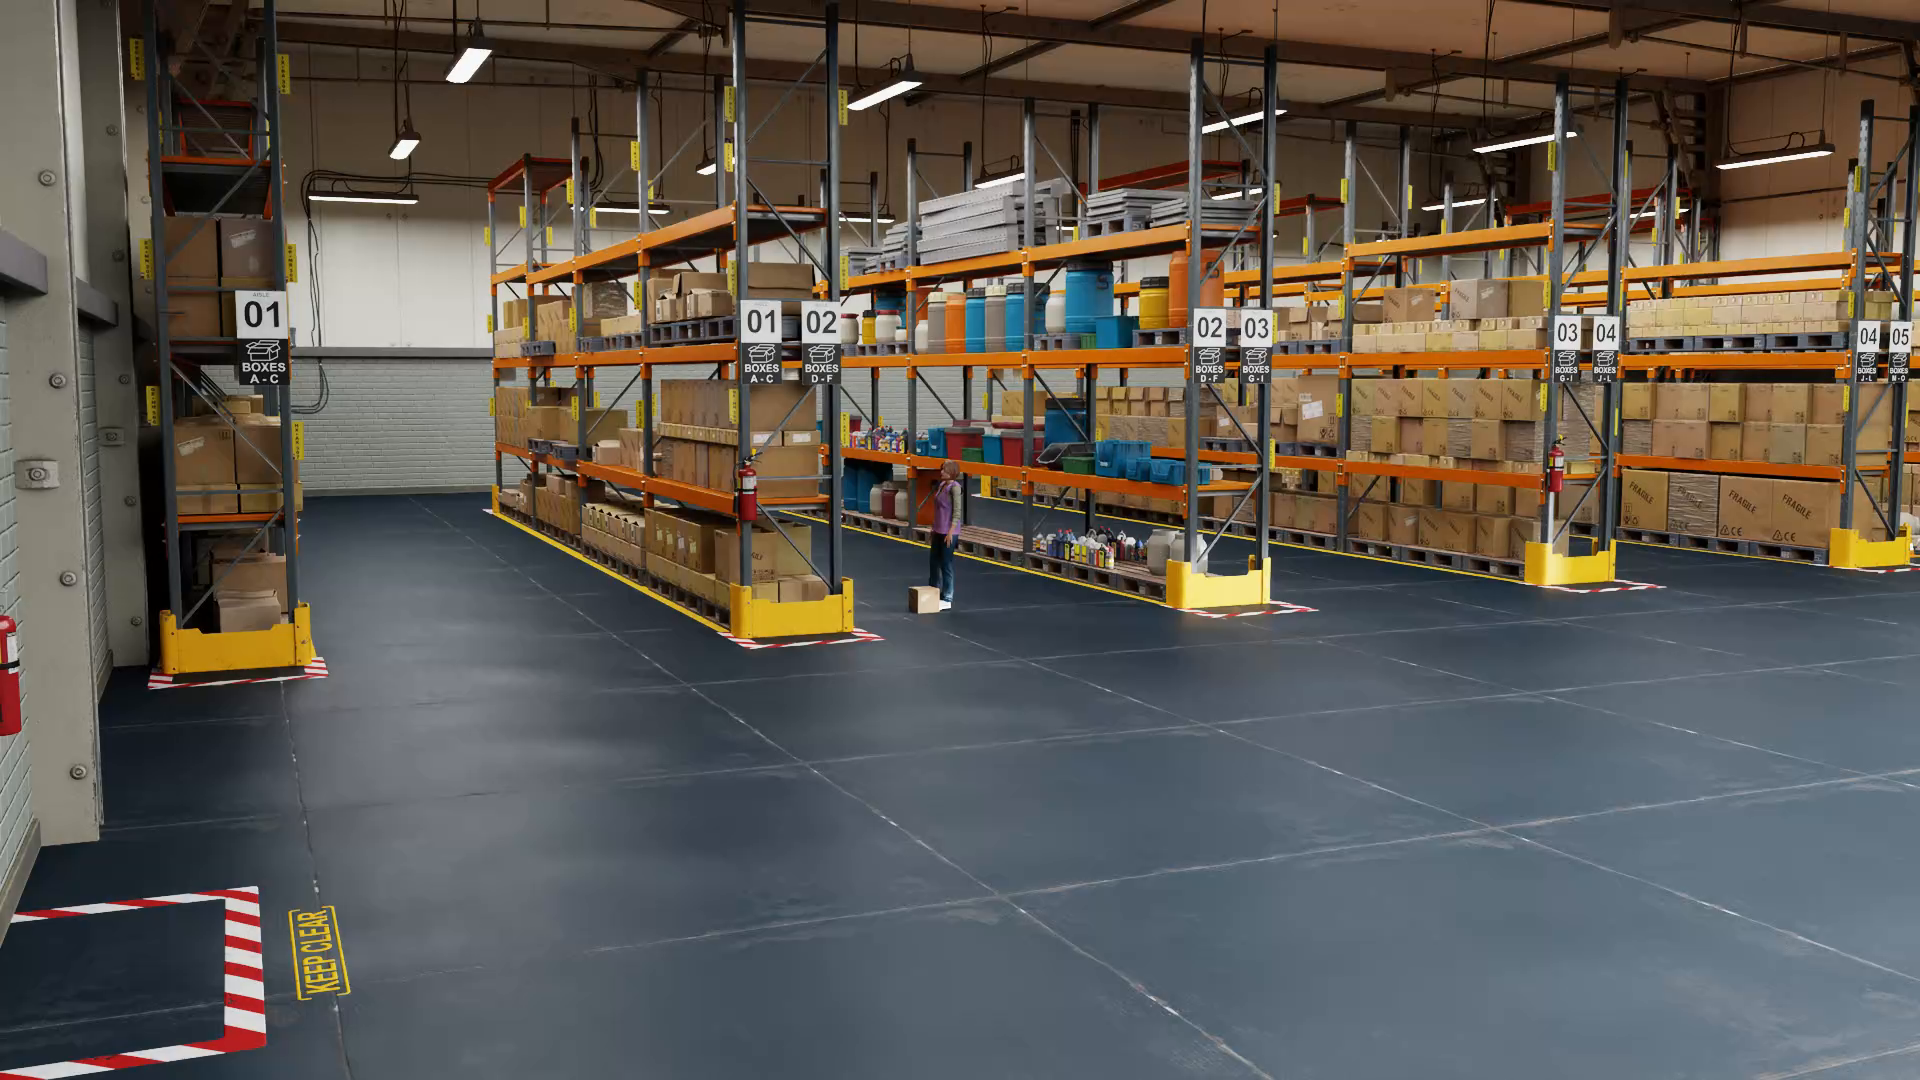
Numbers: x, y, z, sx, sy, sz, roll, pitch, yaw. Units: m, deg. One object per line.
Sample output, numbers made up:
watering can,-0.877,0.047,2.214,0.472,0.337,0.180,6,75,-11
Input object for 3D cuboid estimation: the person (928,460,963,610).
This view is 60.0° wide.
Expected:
person,-0.228,-0.056,17.684,0.472,1.600,0.520,-2,6,-24
